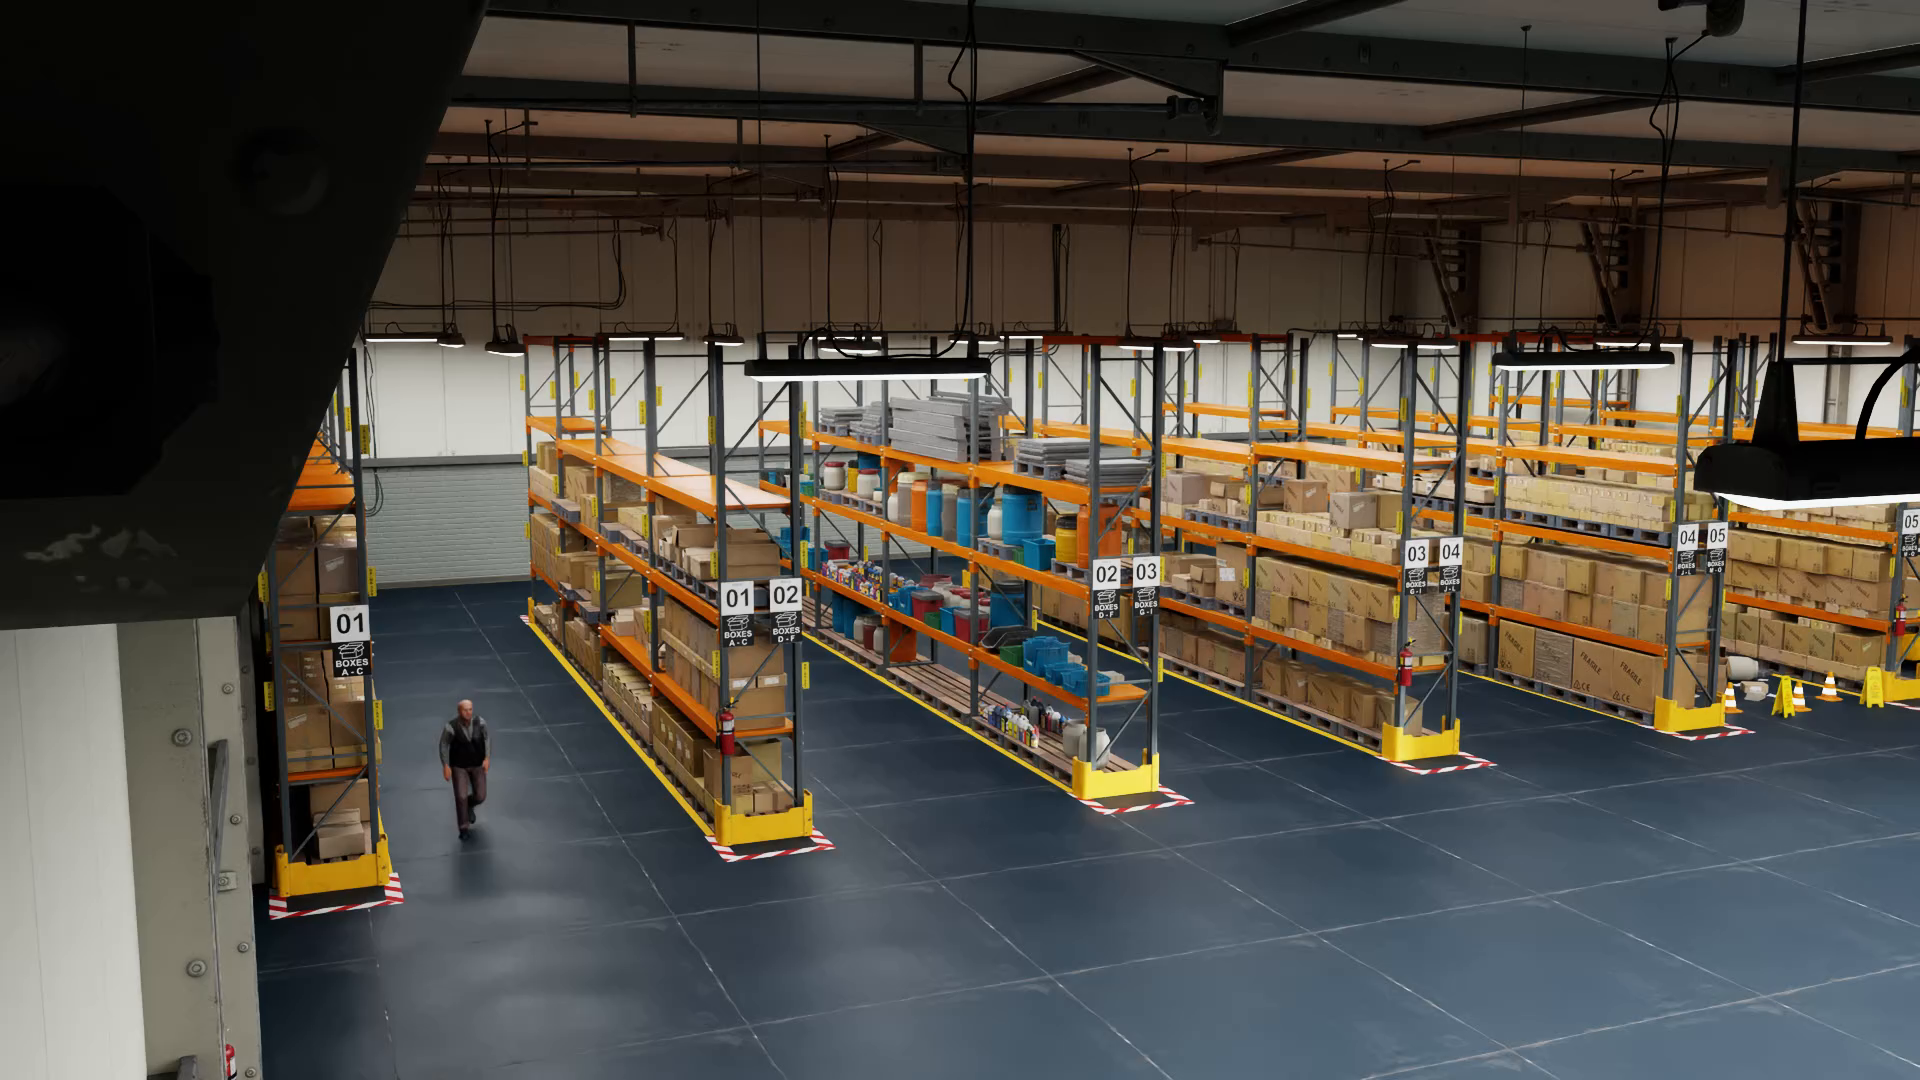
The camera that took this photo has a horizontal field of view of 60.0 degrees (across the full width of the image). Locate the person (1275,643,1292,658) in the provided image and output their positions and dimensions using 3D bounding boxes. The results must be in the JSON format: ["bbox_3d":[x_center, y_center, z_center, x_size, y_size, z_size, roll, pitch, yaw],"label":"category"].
[{"bbox_3d":[6.002,1.386,31.043,0.523,1.672,0.491,-2,8,-16],"label":"person"}]

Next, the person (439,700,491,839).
[{"bbox_3d":[-6.109,2.780,20.517,0.624,1.702,0.638,-5,9,-31],"label":"person"}]
